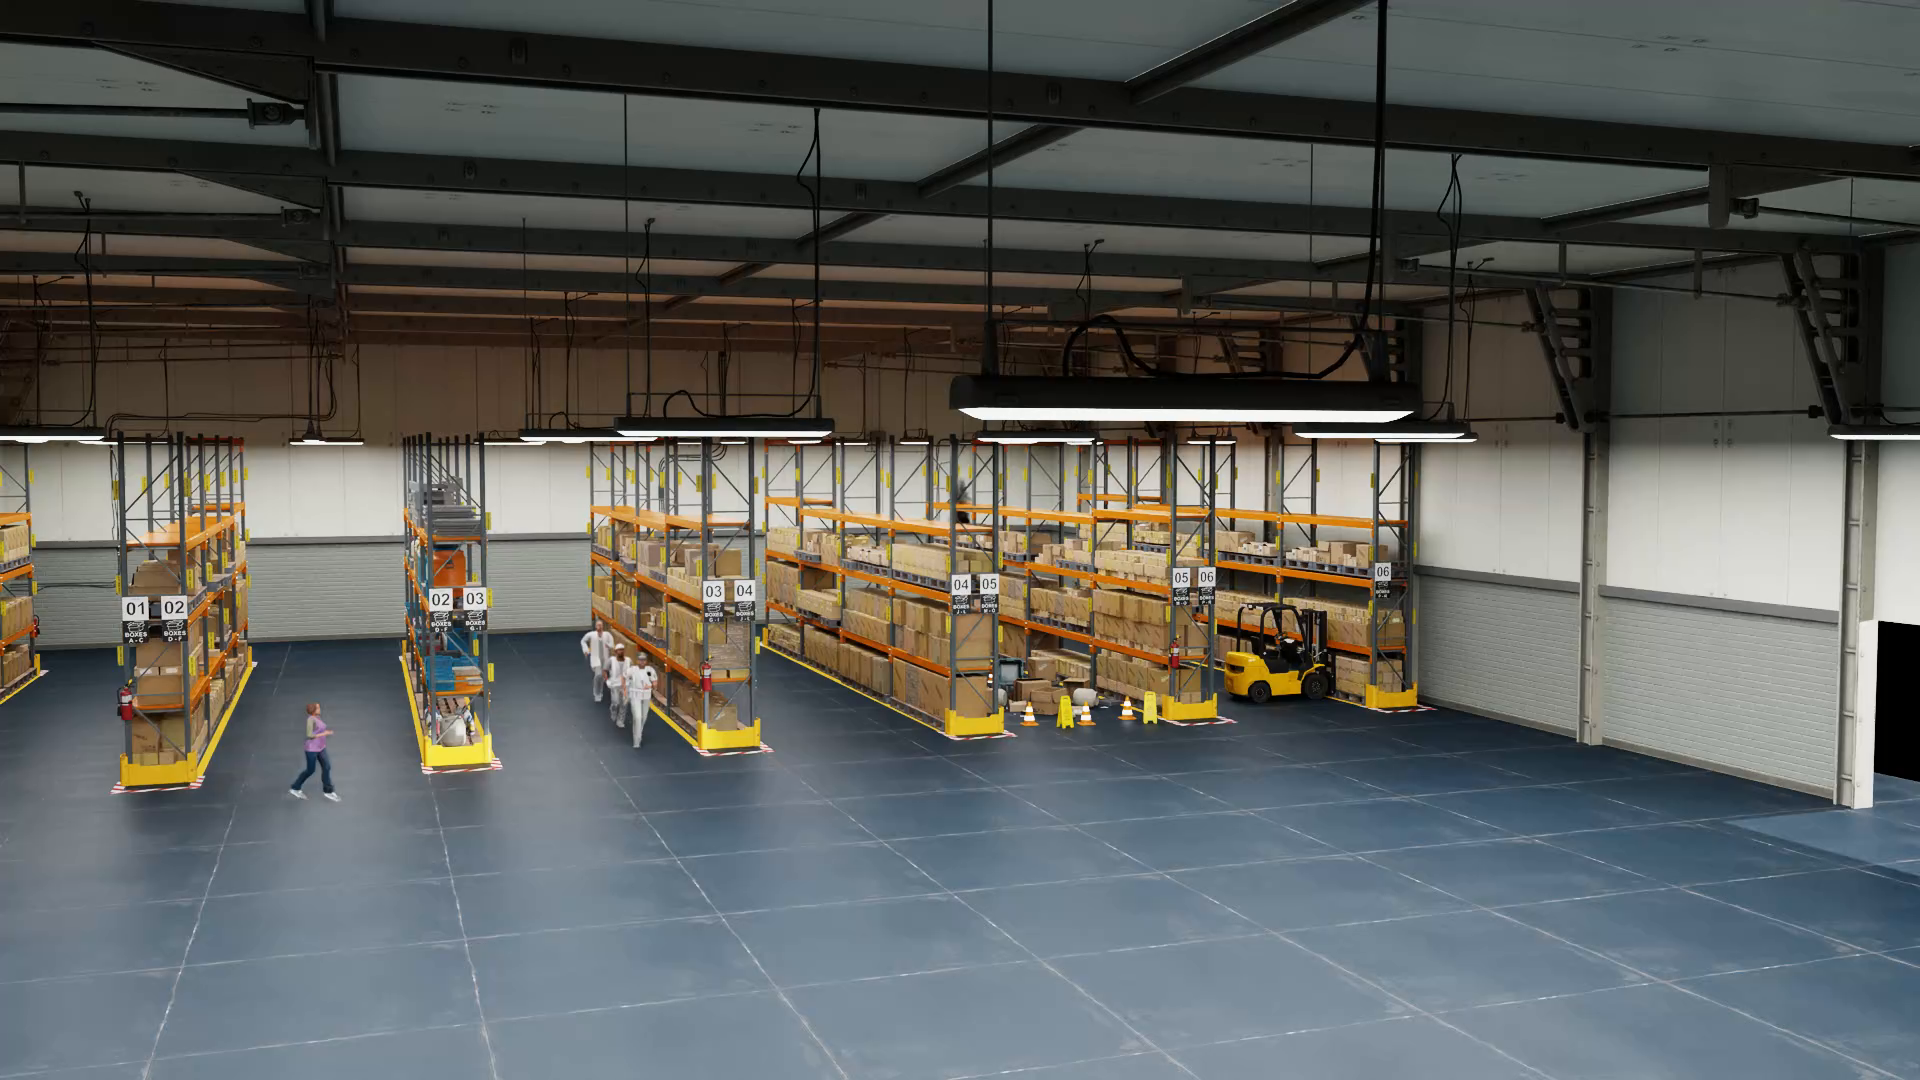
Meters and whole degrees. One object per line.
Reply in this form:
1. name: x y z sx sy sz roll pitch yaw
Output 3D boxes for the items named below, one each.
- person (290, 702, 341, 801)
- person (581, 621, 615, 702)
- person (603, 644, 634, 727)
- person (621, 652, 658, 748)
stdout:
1. person: -10.426 3.414 26.836 0.787 1.623 0.526 0 3 4
2. person: -8.182 2.748 37.737 0.670 1.842 0.830 -2 4 -31
3. person: -6.979 2.979 34.107 0.652 1.716 0.563 -1 3 -24
4. person: -6.168 3.077 32.137 0.648 1.852 0.727 -2 4 -27
